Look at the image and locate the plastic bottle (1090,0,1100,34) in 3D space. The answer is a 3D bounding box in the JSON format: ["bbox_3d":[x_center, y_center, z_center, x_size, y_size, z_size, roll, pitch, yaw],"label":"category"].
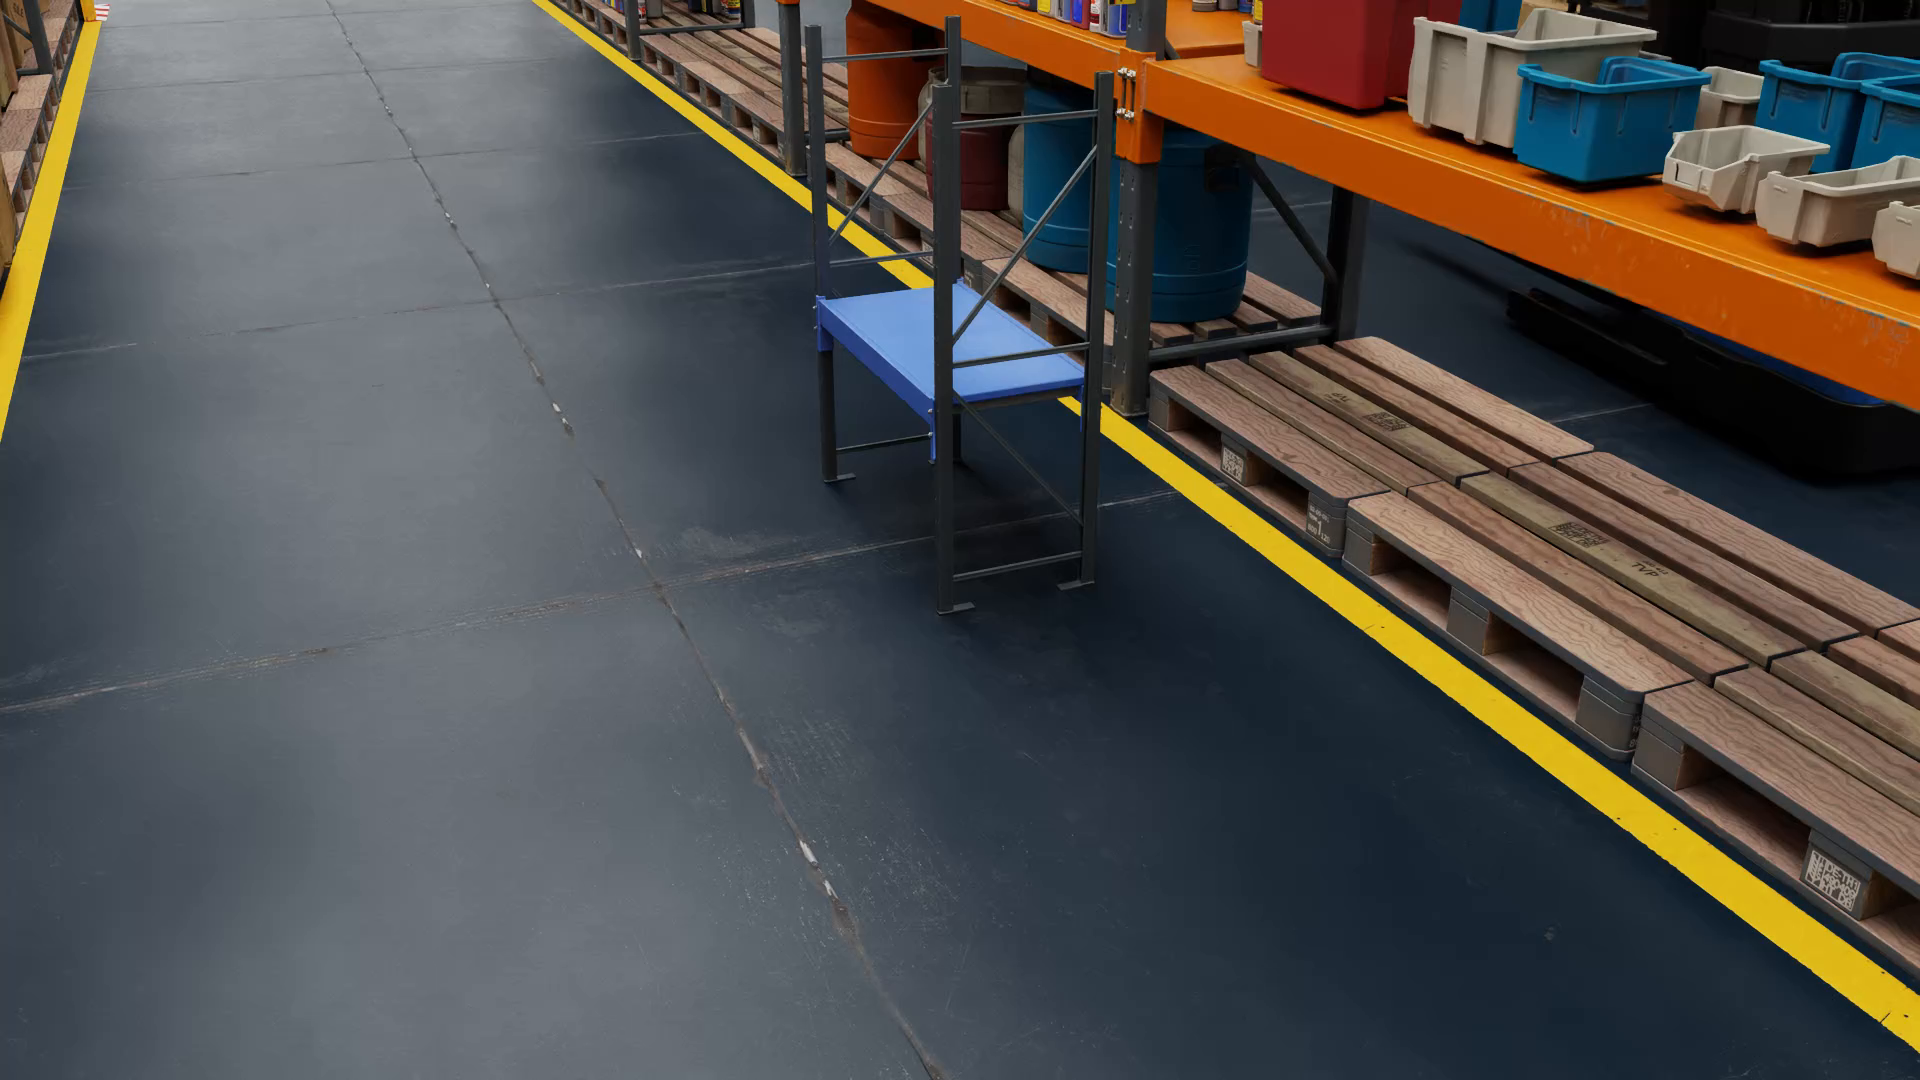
[{"bbox_3d":[0.525,-1.960,6.072,0.097,0.201,0.097,0,26,0],"label":"plastic bottle"}]

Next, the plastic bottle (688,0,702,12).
[{"bbox_3d":[-2.152,-4.513,13.592,0.144,0.351,0.185,-11,28,-21],"label":"plastic bottle"}]

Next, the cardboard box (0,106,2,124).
[{"bbox_3d":[-6.033,-2.683,9.675,0.700,0.500,0.500,-13,29,-25],"label":"cardboard box"}]

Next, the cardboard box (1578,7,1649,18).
[{"bbox_3d":[4.166,-2.999,10.321,0.500,0.500,0.500,-12,28,-22],"label":"cardboard box"}]

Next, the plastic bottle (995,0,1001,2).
[{"bbox_3d":[0.202,-2.357,6.800,0.152,0.276,0.135,-11,28,-21],"label":"plastic bottle"}]

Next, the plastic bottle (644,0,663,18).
[{"bbox_3d":[-2.470,-4.376,13.311,0.144,0.351,0.185,-11,28,-21],"label":"plastic bottle"}]

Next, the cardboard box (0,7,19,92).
[{"bbox_3d":[-6.422,-3.105,10.538,0.700,0.500,0.500,-13,29,-25],"label":"cardboard box"}]

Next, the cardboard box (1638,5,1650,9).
[{"bbox_3d":[4.622,-3.105,10.538,0.500,0.500,0.500,-9,28,-19],"label":"cardboard box"}]

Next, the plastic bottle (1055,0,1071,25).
[{"bbox_3d":[0.453,-2.099,6.271,0.152,0.276,0.135,-11,28,-21],"label":"plastic bottle"}]

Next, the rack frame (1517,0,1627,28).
[{"bbox_3d":[4.040,-4.368,10.777,1.000,3.000,0.127,-11,28,-21],"label":"rack frame"}]

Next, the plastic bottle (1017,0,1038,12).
[{"bbox_3d":[0.314,-2.271,6.538,0.144,0.351,0.185,-11,28,-21],"label":"plastic bottle"}]

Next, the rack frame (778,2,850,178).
[{"bbox_3d":[-0.519,-3.518,9.037,1.000,3.000,0.127,-11,28,-21],"label":"rack frame"}]

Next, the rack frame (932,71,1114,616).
[{"bbox_3d":[0.166,-0.503,4.571,0.500,1.500,0.032,-11,28,-21],"label":"rack frame"}]

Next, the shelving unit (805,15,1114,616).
[{"bbox_3d":[-0.033,-0.708,4.991,0.538,1.500,1.048,-11,28,-21],"label":"shelving unit"}]

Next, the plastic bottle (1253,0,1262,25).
[{"bbox_3d":[1.192,-2.095,6.179,0.144,0.351,0.185,-11,28,-21],"label":"plastic bottle"}]

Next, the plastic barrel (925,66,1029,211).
[{"bbox_3d":[0.131,-1.973,8.142,0.600,0.588,0.708,-11,28,-21],"label":"plastic barrel"}]

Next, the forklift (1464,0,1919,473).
[{"bbox_3d":[2.979,-2.164,6.342,1.130,2.935,3.031,-7,27,-15],"label":"forklift"}]

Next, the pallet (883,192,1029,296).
[{"bbox_3d":[0.302,-1.462,8.005,1.003,0.211,1.213,-11,28,-21],"label":"pallet"}]

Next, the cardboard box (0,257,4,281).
[{"bbox_3d":[-4.483,-1.258,6.351,1.225,0.875,0.875,-10,28,-20],"label":"cardboard box"}]

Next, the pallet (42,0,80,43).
[{"bbox_3d":[-7.894,-4.279,13.774,1.003,0.211,1.213,-11,28,-21],"label":"pallet"}]

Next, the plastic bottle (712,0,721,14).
[{"bbox_3d":[-1.959,-4.437,13.521,0.152,0.276,0.135,-10,28,-19],"label":"plastic bottle"}]

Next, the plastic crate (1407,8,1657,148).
[{"bbox_3d":[1.476,-1.229,4.415,0.437,0.282,0.530,-11,28,-21],"label":"plastic crate"}]

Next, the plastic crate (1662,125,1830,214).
[{"bbox_3d":[1.763,-0.839,3.782,0.298,0.136,0.250,-11,28,-21],"label":"plastic crate"}]

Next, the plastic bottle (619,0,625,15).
[{"bbox_3d":[-2.678,-4.428,13.419,0.144,0.351,0.185,-12,29,-23],"label":"plastic bottle"}]

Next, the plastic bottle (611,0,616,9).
[{"bbox_3d":[-2.804,-4.559,13.686,0.144,0.351,0.185,-11,28,-21],"label":"plastic bottle"}]

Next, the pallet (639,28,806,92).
[{"bbox_3d":[-1.742,-3.570,12.321,1.003,0.211,1.213,-11,28,-21],"label":"pallet"}]

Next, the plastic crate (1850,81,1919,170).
[{"bbox_3d":[2.305,-0.928,3.855,0.416,0.233,0.300,-11,28,-21],"label":"plastic crate"}]

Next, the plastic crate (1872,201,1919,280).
[{"bbox_3d":[2.028,-0.615,3.322,0.396,0.136,0.243,-11,28,-21],"label":"plastic crate"}]

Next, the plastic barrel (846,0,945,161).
[{"bbox_3d":[-0.312,-2.537,9.023,0.600,0.830,0.708,-11,28,-21],"label":"plastic barrel"}]

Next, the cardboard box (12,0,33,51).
[{"bbox_3d":[-6.994,-3.746,11.874,0.500,0.500,0.500,-2,26,-4],"label":"cardboard box"}]

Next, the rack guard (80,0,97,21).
[{"bbox_3d":[-8.180,-4.743,14.395,1.175,0.500,0.348,-11,28,-21],"label":"rack guard"}]

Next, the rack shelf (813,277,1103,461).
[{"bbox_3d":[-0.033,-0.547,5.070,0.538,0.185,1.000,-11,28,-21],"label":"rack shelf"}]

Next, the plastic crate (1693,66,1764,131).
[{"bbox_3d":[2.006,-1.161,4.441,0.293,0.136,0.466,-11,28,-21],"label":"plastic crate"}]

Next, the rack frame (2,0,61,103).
[{"bbox_3d":[-6.643,-4.282,10.602,1.000,3.000,0.127,-11,28,-21],"label":"rack frame"}]

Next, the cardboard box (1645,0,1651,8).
[{"bbox_3d":[4.648,-3.420,10.329,0.500,0.250,0.500,-9,28,-19],"label":"cardboard box"}]

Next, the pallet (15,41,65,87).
[{"bbox_3d":[-6.938,-3.294,11.756,1.003,0.211,1.213,-11,28,-21],"label":"pallet"}]

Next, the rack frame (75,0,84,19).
[{"bbox_3d":[-8.209,-5.897,13.909,1.000,3.000,0.127,-11,28,-21],"label":"rack frame"}]

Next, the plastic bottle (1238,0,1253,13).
[{"bbox_3d":[1.144,-2.204,6.491,0.097,0.271,0.097,0,26,0],"label":"plastic bottle"}]

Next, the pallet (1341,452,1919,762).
[{"bbox_3d":[1.853,0.133,4.737,1.003,0.211,1.213,-11,28,-21],"label":"pallet"}]

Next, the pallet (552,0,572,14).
[{"bbox_3d":[-3.266,-5.143,15.544,1.003,0.211,1.213,-11,28,-21],"label":"pallet"}]

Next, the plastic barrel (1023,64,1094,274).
[{"bbox_3d":[0.573,-1.658,7.139,0.600,0.901,0.708,-11,28,-21],"label":"plastic barrel"}]

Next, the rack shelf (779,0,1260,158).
[{"bbox_3d":[0.264,-2.388,7.541,1.077,0.370,4.000,-11,28,-21],"label":"rack shelf"}]

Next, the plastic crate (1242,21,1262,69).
[{"bbox_3d":[1.098,-1.600,5.339,0.396,0.136,0.243,-11,28,-21],"label":"plastic crate"}]

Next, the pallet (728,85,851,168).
[{"bbox_3d":[-0.787,-2.585,10.303,1.003,0.211,1.213,-11,28,-21],"label":"pallet"}]

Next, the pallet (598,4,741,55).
[{"bbox_3d":[-2.310,-4.158,13.526,1.003,0.211,1.213,-11,28,-21],"label":"pallet"}]

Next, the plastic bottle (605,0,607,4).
[{"bbox_3d":[-2.936,-4.601,13.943,0.097,0.201,0.097,0,26,0],"label":"plastic bottle"}]

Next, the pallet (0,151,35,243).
[{"bbox_3d":[-5.381,-1.730,8.553,1.003,0.211,1.213,-11,28,-21],"label":"pallet"}]

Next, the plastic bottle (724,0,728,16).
[{"bbox_3d":[-1.847,-4.318,13.364,0.097,0.201,0.097,0,26,0],"label":"plastic bottle"}]
